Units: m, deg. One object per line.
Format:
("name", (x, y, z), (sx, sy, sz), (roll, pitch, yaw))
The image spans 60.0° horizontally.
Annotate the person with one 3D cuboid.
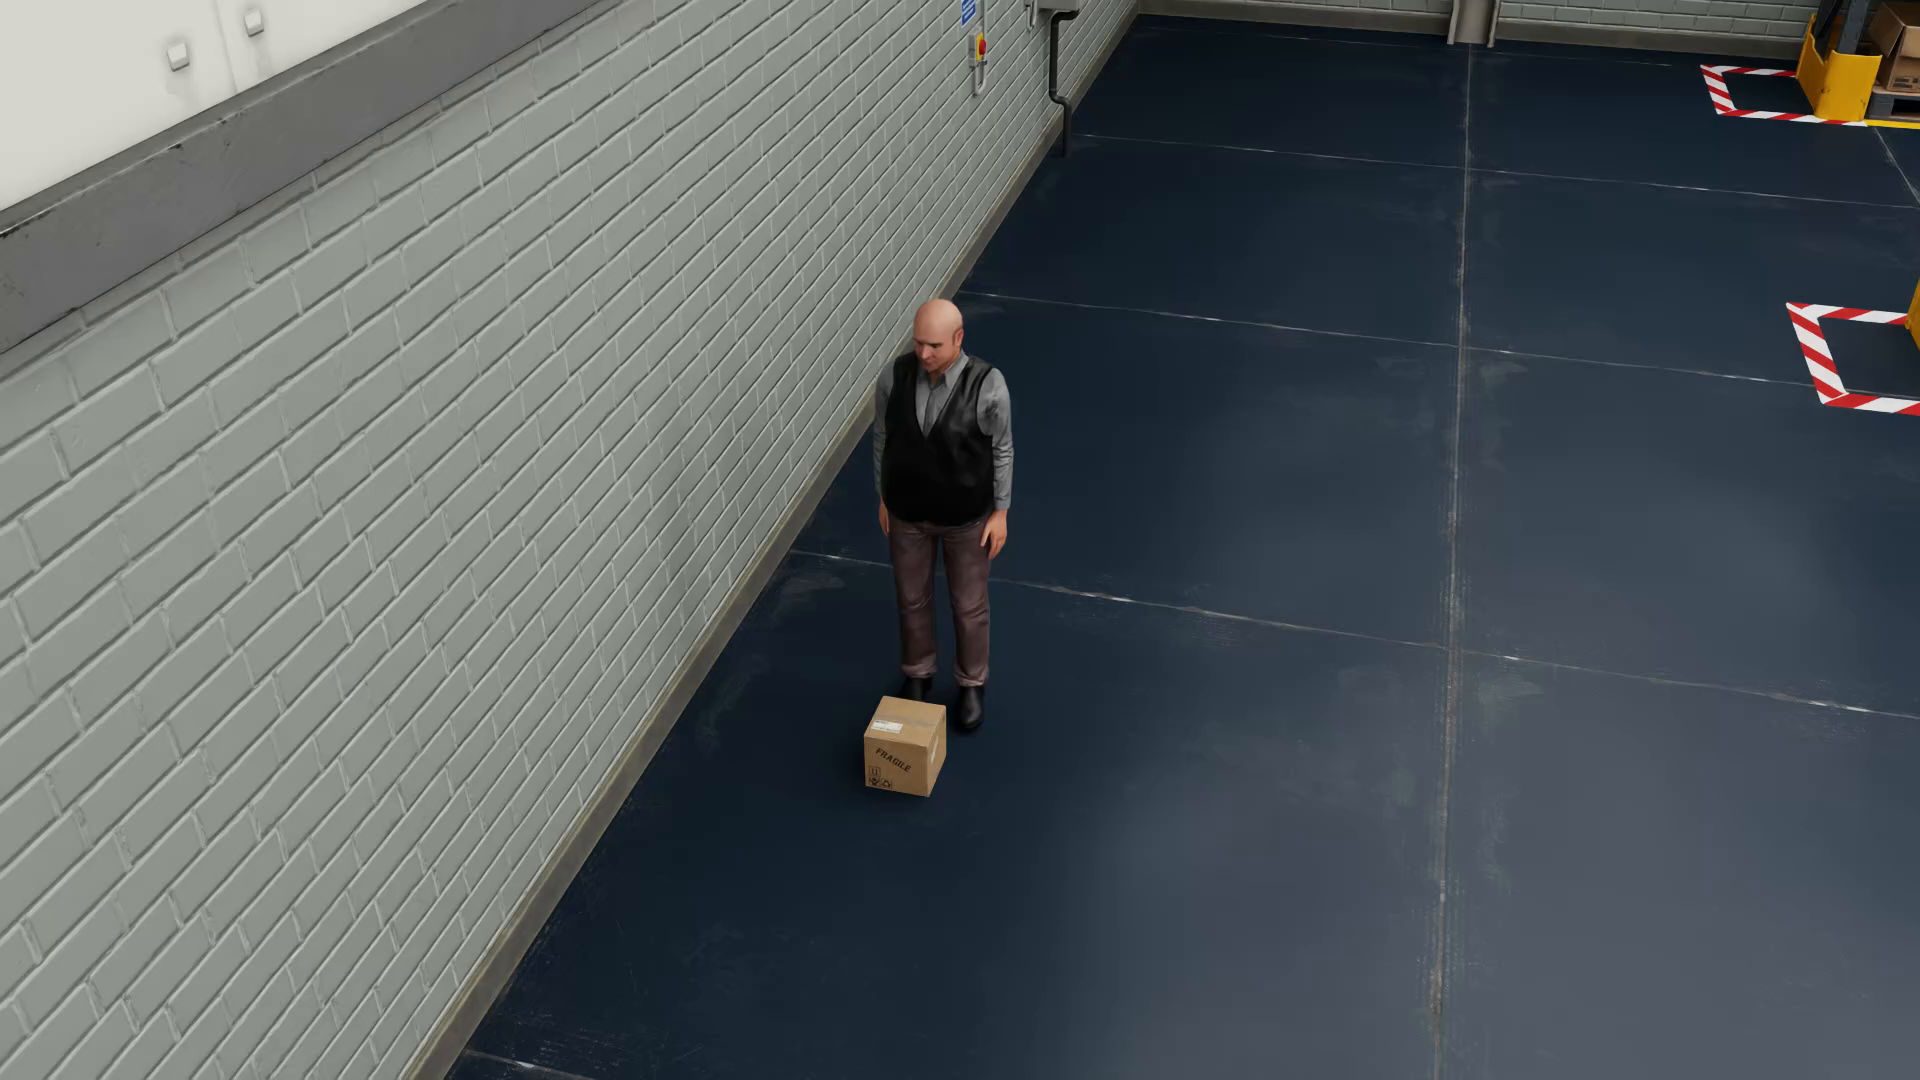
("person", (-0.083, -0.093, 6.282), (0.546, 1.725, 0.403), (8, 34, 13))
